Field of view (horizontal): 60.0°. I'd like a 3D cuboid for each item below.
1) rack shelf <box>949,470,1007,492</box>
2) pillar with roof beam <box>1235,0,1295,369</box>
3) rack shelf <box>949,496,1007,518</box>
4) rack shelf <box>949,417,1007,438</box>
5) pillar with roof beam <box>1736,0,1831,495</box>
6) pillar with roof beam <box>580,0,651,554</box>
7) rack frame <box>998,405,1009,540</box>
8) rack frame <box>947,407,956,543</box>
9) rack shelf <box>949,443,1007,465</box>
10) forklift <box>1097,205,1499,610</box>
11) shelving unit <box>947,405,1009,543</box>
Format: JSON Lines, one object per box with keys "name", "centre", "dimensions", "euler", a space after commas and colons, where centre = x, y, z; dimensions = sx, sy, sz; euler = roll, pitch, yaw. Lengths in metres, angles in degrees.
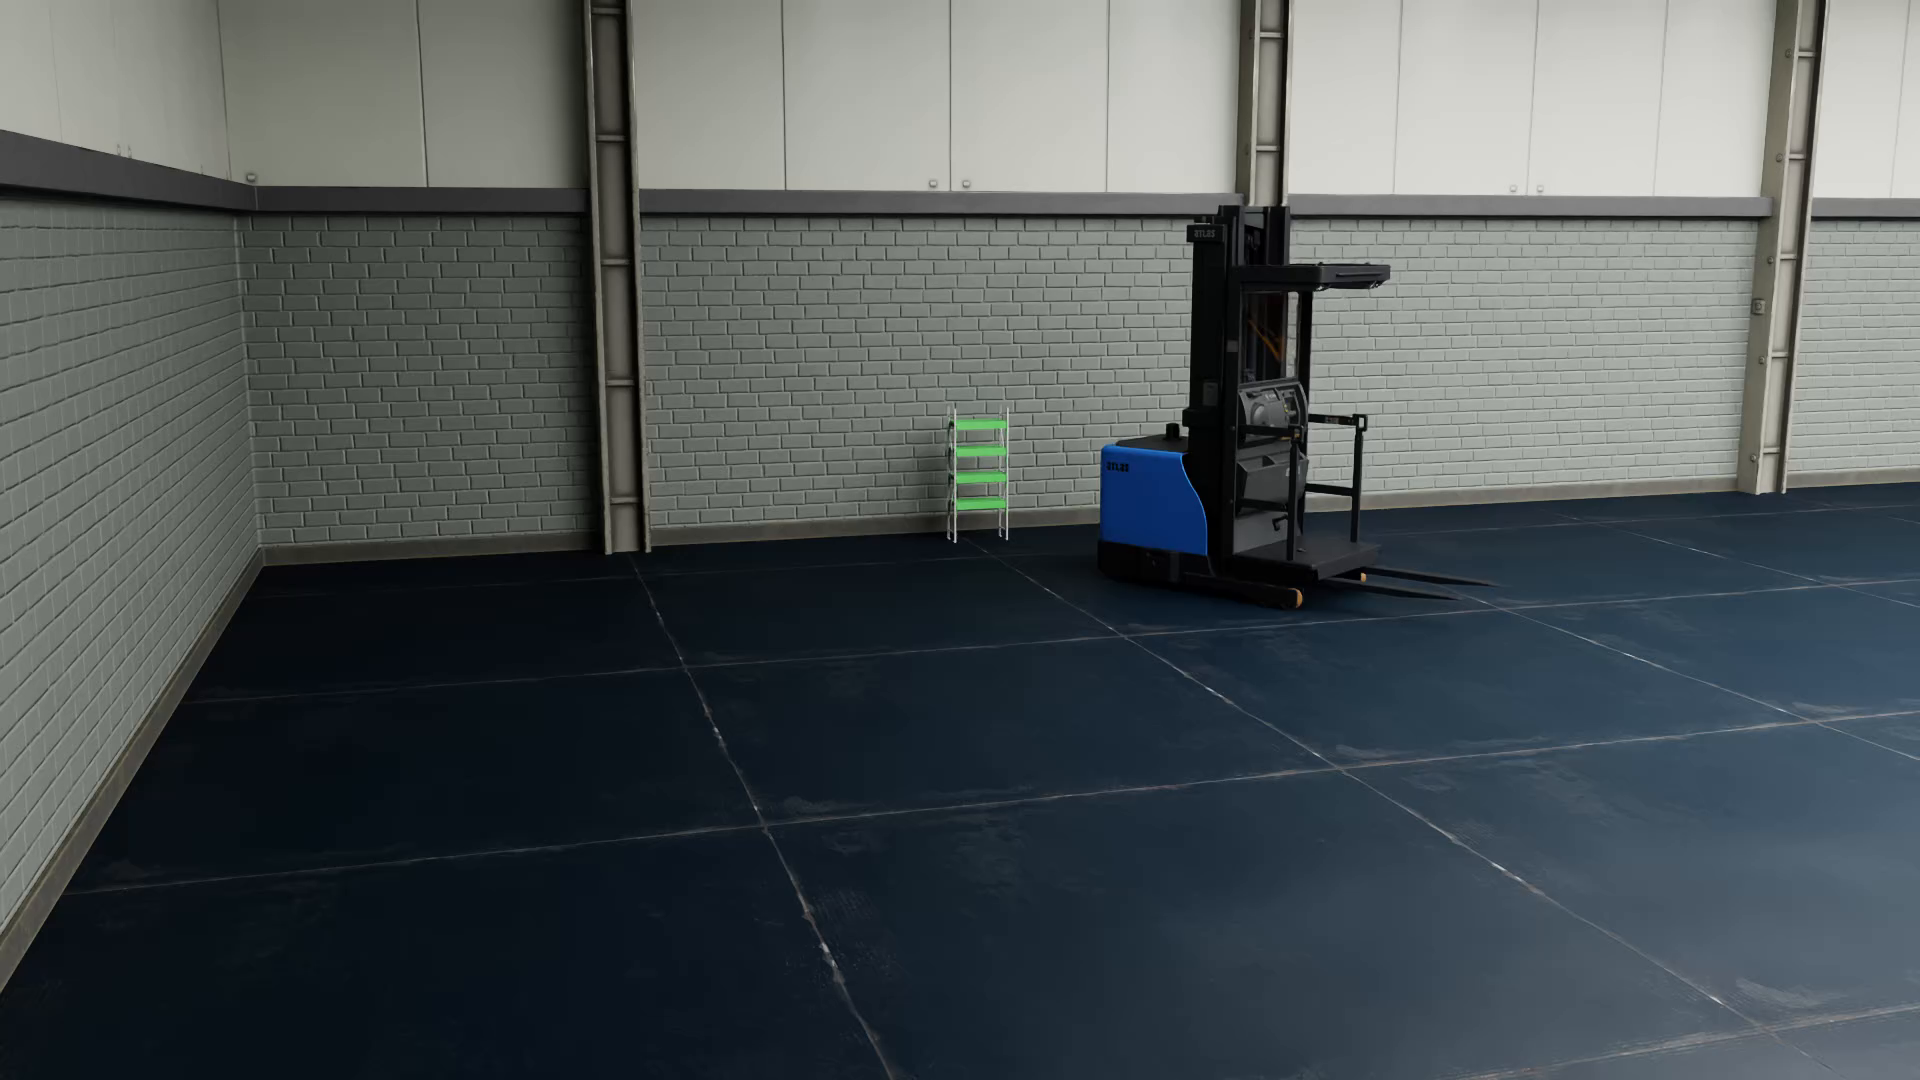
{"name": "rack shelf", "centre": [0.159, -0.536, 14.995], "dimensions": [0.480, 0.148, 0.258], "euler": [-3, 11, -16]}
{"name": "pillar with roof beam", "centre": [4.042, -3.893, 11.338], "dimensions": [0.400, 9.000, 9.100], "euler": [-3, 11, -16]}
{"name": "rack shelf", "centre": [0.159, -0.300, 15.038], "dimensions": [0.480, 0.148, 0.258], "euler": [-3, 11, -16]}
{"name": "rack shelf", "centre": [0.159, -1.008, 14.908], "dimensions": [0.480, 0.148, 0.258], "euler": [-3, 11, -16]}
{"name": "pillar with roof beam", "centre": [9.803, -4.197, 12.988], "dimensions": [0.400, 9.000, 9.100], "euler": [-3, 11, -16]}
{"name": "pillar with roof beam", "centre": [-1.719, -3.589, 9.689], "dimensions": [0.400, 9.000, 9.100], "euler": [-3, 11, -16]}
{"name": "rack frame", "centre": [0.393, -0.611, 15.050], "dimensions": [0.015, 1.200, 0.240], "euler": [-3, 11, -16]}
{"name": "rack frame", "centre": [-0.075, -0.586, 14.916], "dimensions": [0.015, 1.200, 0.240], "euler": [-3, 11, -16]}
{"name": "rack shelf", "centre": [0.159, -0.772, 14.951], "dimensions": [0.480, 0.148, 0.258], "euler": [-3, 11, -16]}
{"name": "forklift", "centre": [2.553, -1.033, 12.564], "dimensions": [3.031, 2.935, 1.130], "euler": [9, 14, 40]}
{"name": "shelving unit", "centre": [0.159, -0.598, 14.983], "dimensions": [0.503, 1.200, 0.258], "euler": [-3, 11, -16]}
